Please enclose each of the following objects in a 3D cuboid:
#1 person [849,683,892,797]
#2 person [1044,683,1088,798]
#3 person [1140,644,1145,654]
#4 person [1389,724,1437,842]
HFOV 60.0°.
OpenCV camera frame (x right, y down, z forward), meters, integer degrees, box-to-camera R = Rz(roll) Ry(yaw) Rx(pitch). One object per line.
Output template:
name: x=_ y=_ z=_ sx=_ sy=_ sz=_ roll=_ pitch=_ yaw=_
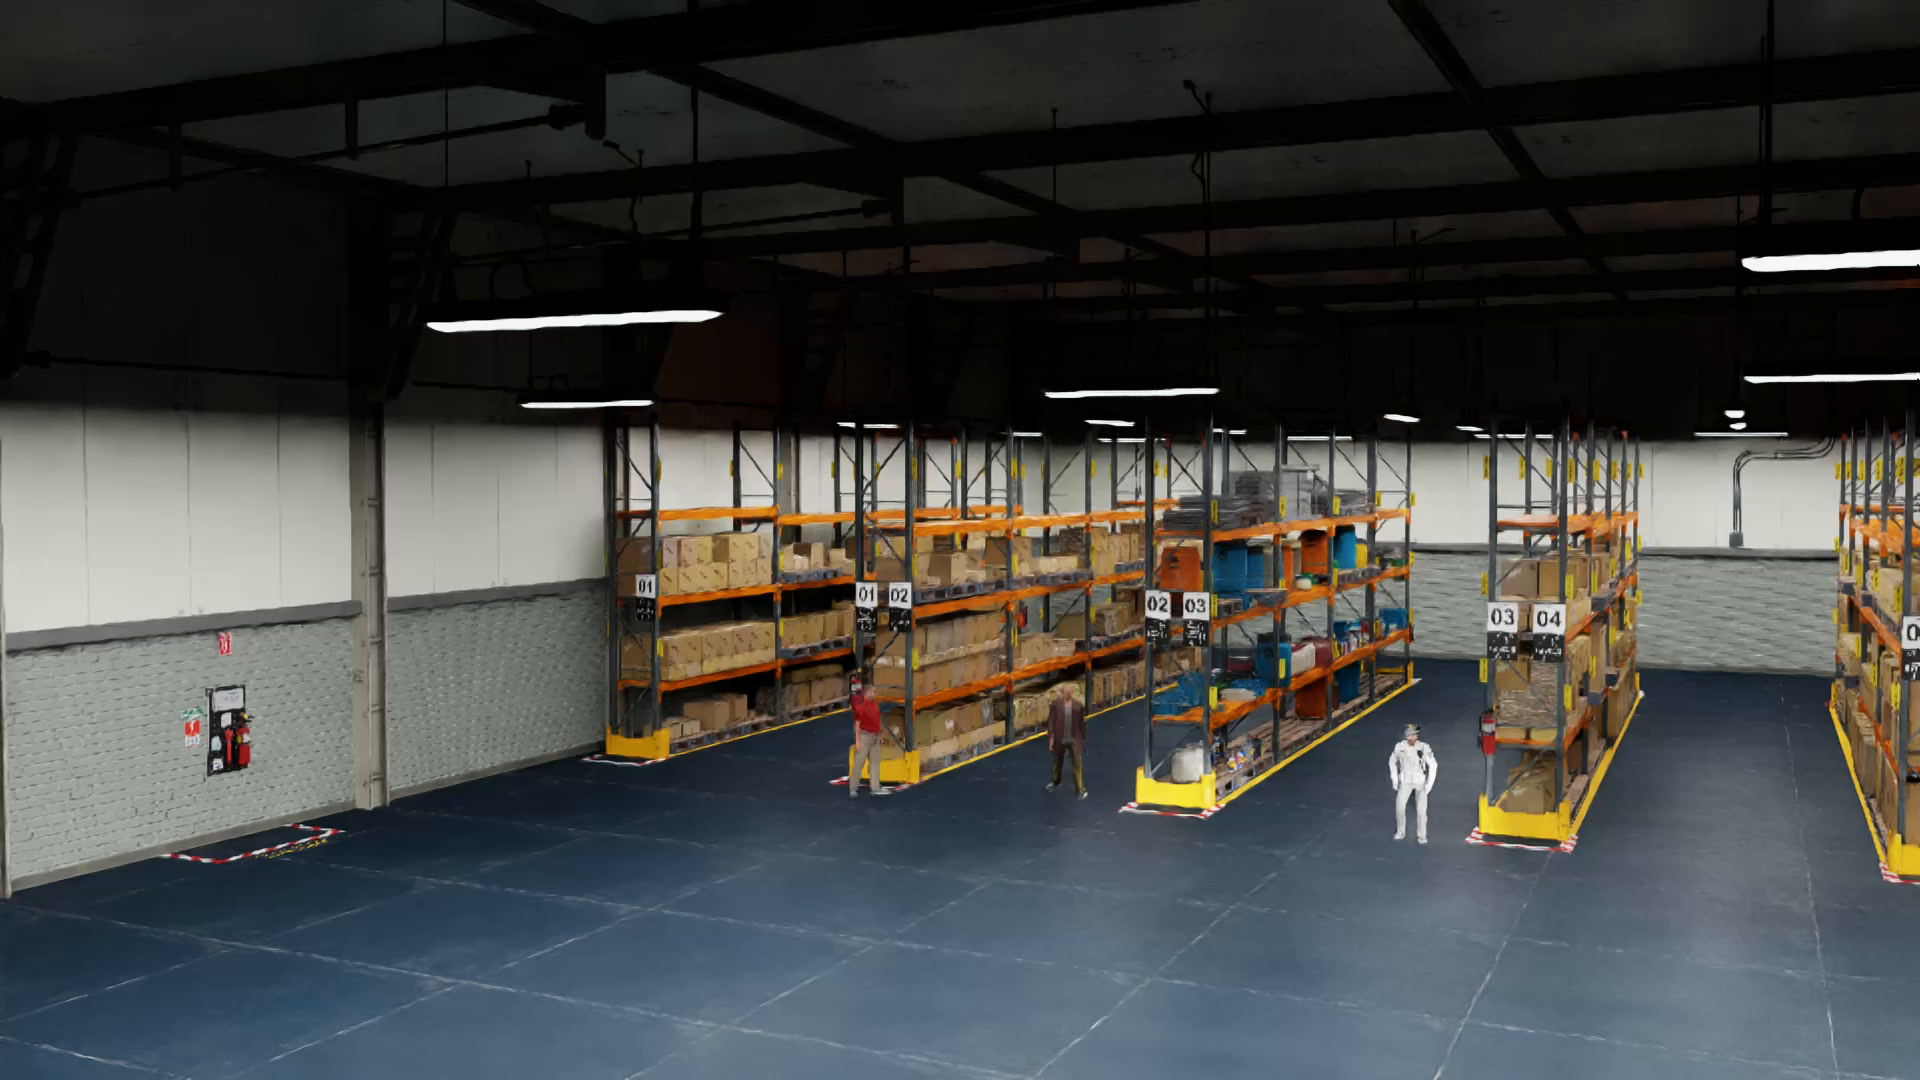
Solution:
person: x=-1.421 y=3.060 z=25.479 sx=0.513 sy=1.723 sz=0.639 roll=2 pitch=3 yaw=33
person: x=1.616 y=3.053 z=25.479 sx=0.626 sy=1.749 sz=1.011 roll=0 pitch=2 yaw=0
person: x=4.799 y=2.359 z=42.618 sx=0.398 sy=1.674 sz=0.508 roll=1 pitch=3 yaw=24
person: x=6.083 y=3.251 z=22.349 sx=0.639 sy=1.631 sz=0.508 roll=1 pitch=3 yaw=25
